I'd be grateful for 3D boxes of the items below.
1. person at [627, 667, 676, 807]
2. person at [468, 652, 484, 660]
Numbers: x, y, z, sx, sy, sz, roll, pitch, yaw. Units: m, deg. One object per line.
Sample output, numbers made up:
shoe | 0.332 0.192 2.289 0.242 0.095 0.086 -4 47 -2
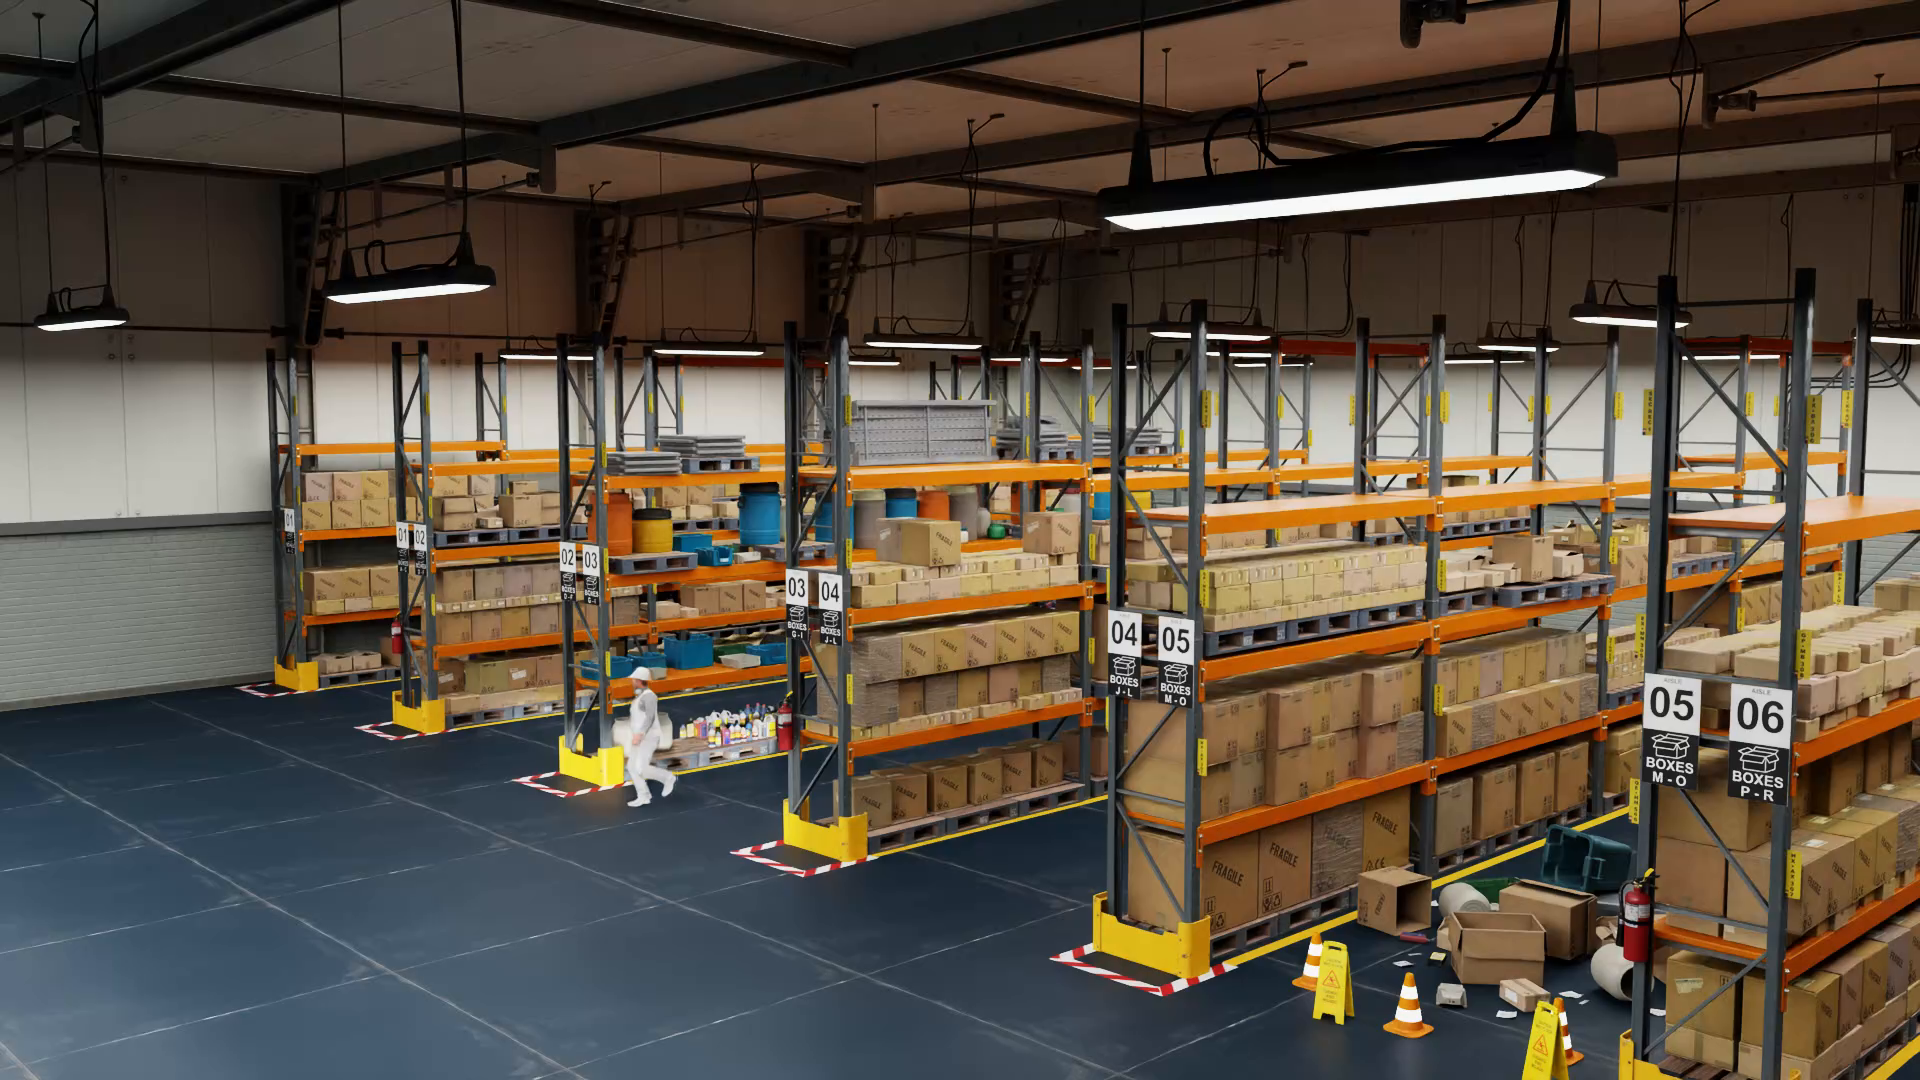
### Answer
person | -3.939 2.480 21.074 0.630 1.748 0.593 -3 6 -27
person | -8.441 1.829 29.460 0.539 1.610 0.571 -5 7 -42
